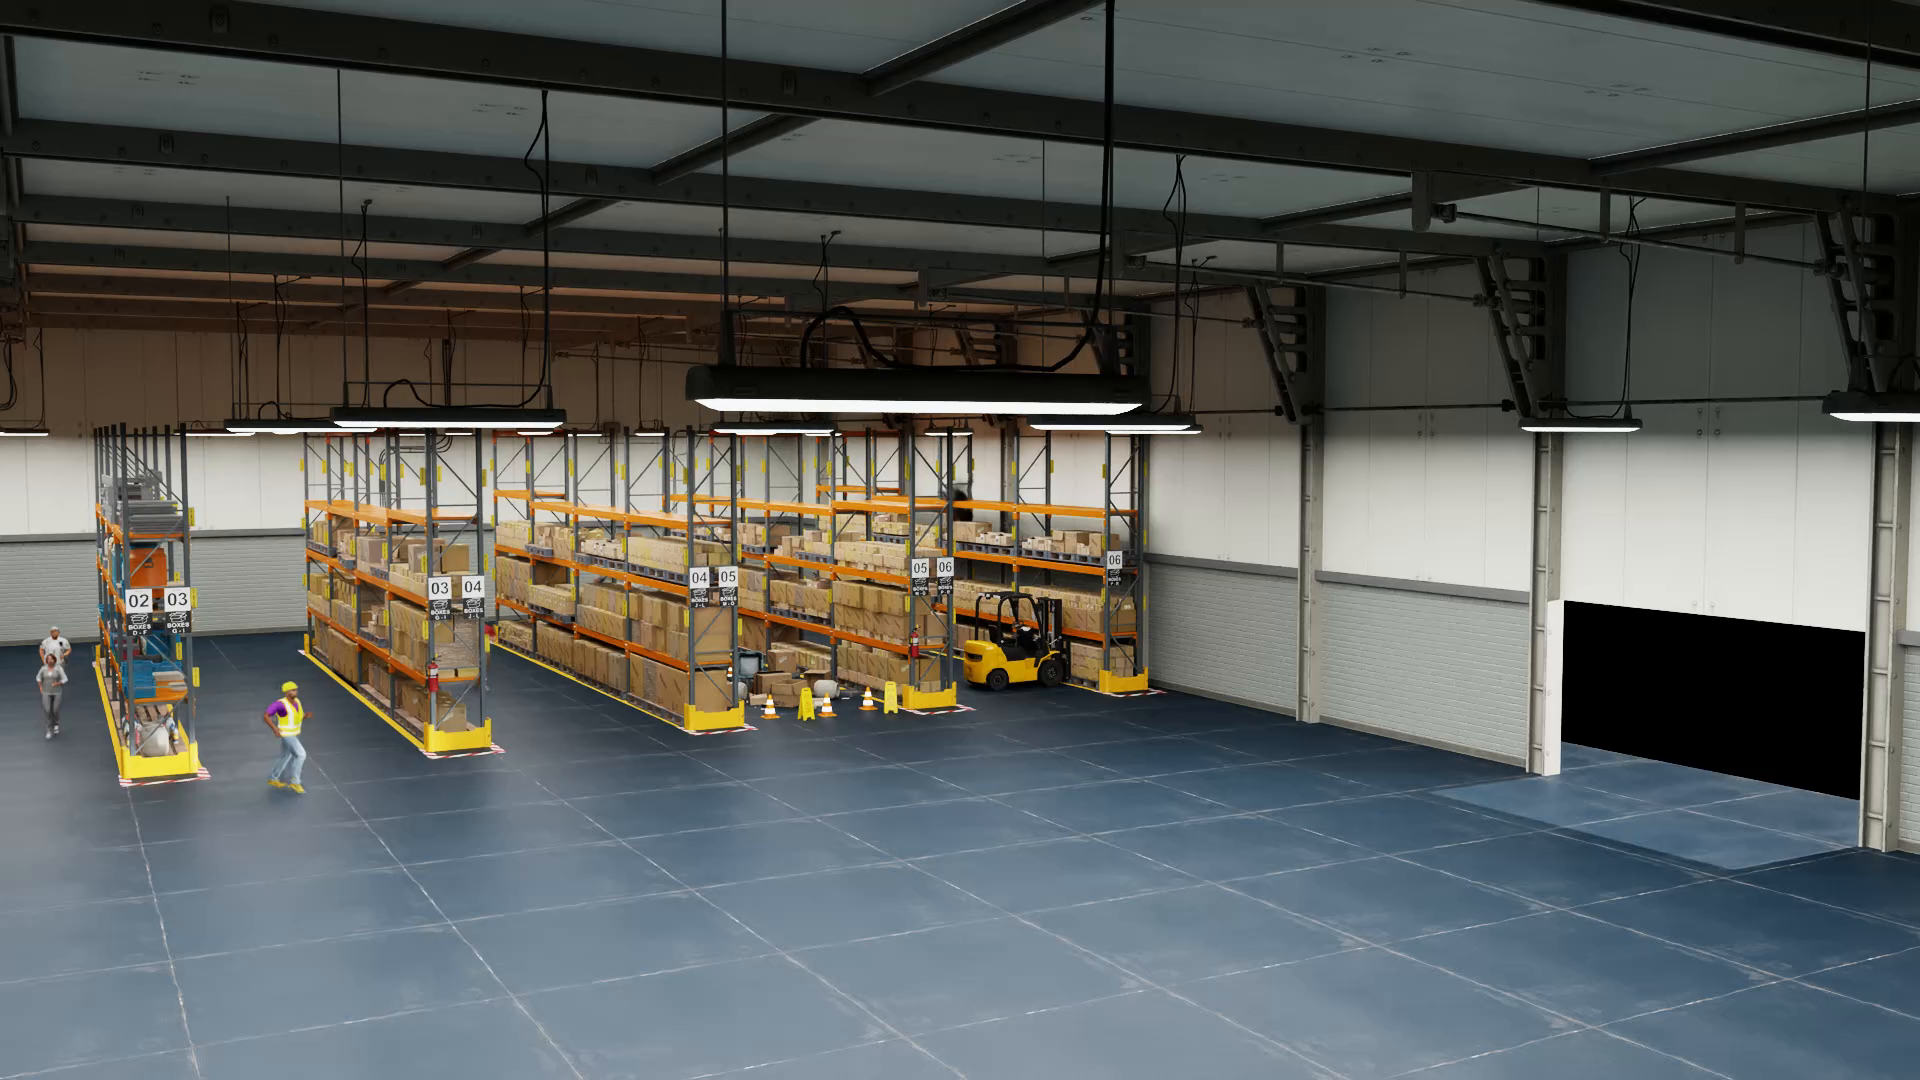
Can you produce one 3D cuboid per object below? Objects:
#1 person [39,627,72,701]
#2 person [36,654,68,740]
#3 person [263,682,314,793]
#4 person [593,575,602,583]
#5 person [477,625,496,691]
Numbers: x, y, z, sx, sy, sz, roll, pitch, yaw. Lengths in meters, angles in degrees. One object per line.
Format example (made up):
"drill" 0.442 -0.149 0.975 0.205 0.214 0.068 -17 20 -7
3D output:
"person" -19.814 2.711 36.421 0.634 1.635 0.559 -1 4 -23
"person" -17.446 3.001 31.961 0.546 1.654 0.656 -2 4 -24
"person" -10.919 3.216 27.087 0.767 1.835 0.661 0 3 2
"person" -10.903 1.865 50.005 0.724 1.660 0.584 -3 5 -43
"person" -10.939 2.547 37.994 0.665 1.708 0.939 -2 4 -34
